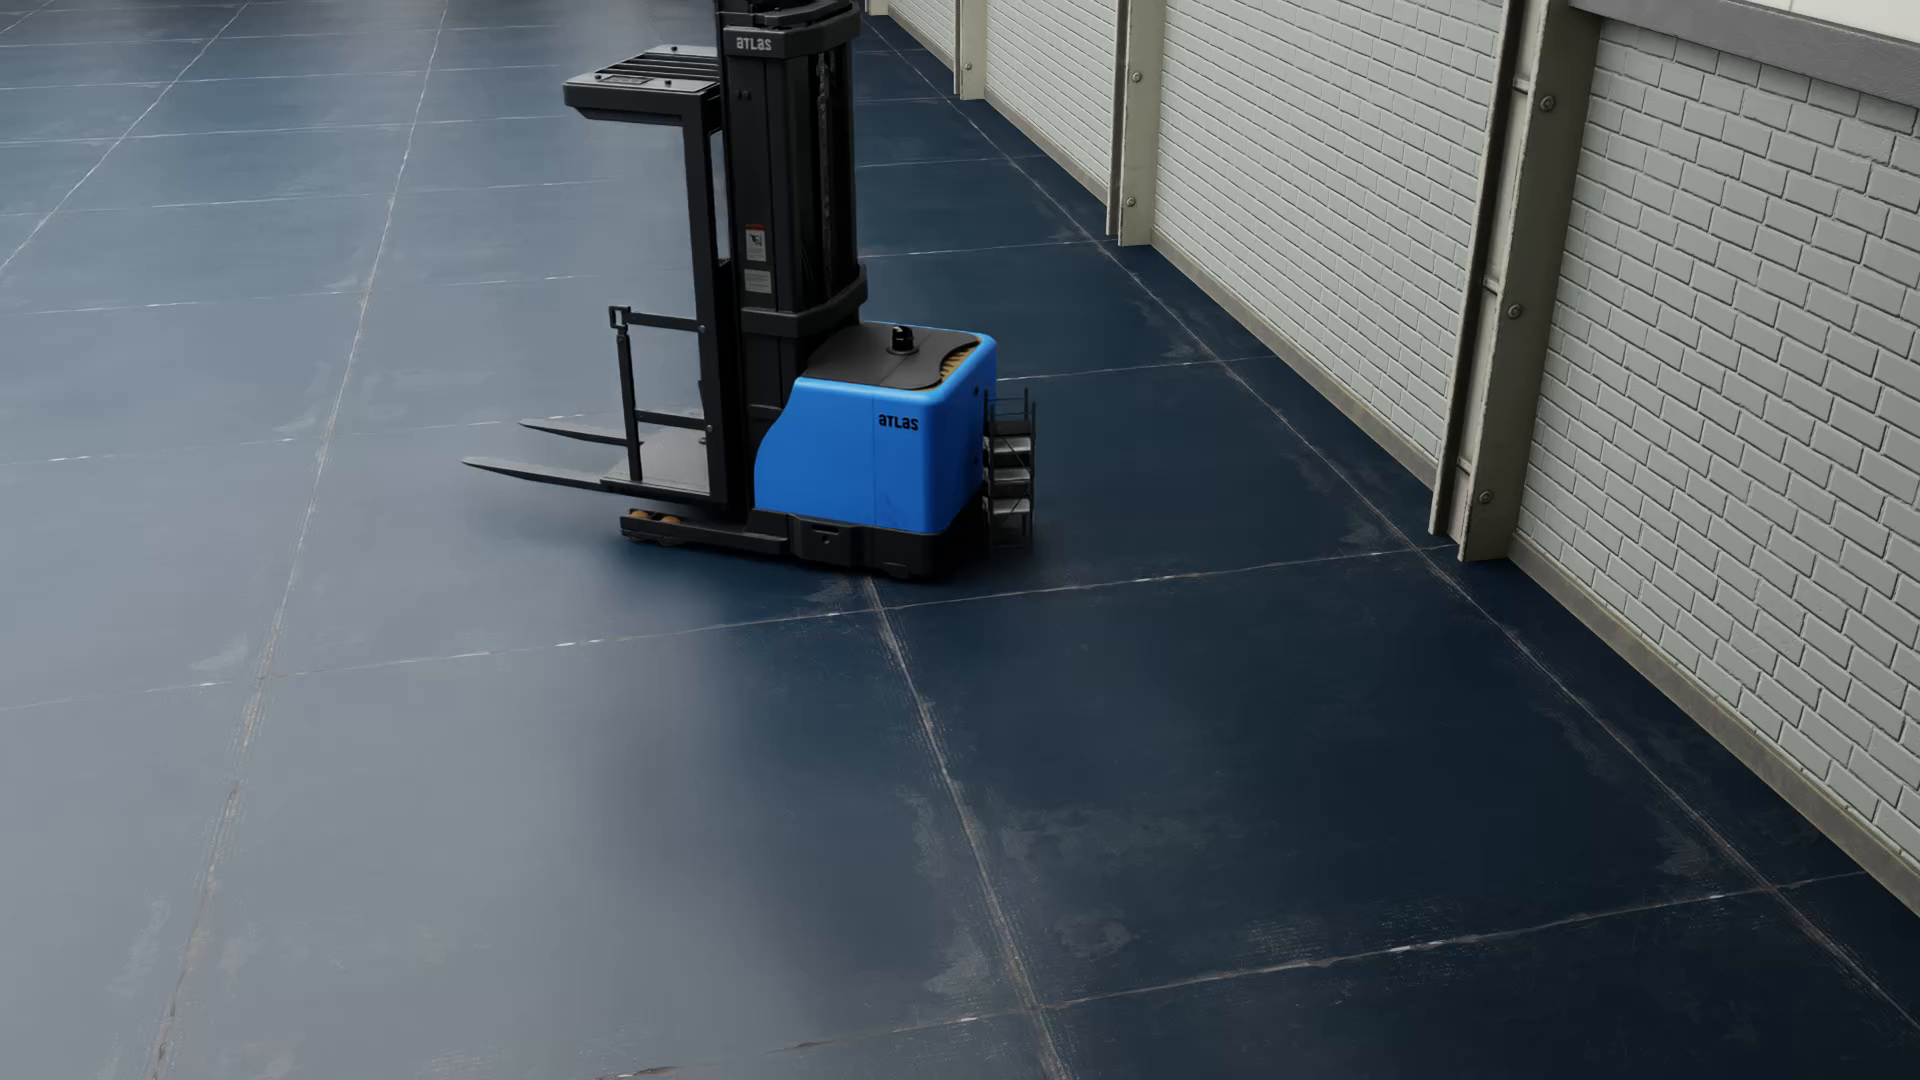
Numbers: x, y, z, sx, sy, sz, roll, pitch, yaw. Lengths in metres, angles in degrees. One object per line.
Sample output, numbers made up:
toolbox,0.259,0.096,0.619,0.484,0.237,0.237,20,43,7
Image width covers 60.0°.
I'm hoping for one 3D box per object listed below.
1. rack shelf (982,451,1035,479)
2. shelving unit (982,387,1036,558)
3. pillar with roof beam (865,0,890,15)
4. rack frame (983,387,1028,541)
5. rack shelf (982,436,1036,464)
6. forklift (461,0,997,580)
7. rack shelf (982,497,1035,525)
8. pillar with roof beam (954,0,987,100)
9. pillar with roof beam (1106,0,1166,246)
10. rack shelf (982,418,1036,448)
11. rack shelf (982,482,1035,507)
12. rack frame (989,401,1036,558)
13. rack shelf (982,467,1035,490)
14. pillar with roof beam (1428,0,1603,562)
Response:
rack shelf,0.261,-0.409,8.937,0.258,0.077,0.200,-4,27,-8
shelving unit,0.261,-0.359,8.962,0.258,0.900,0.210,-4,27,-8
pillar with roof beam,-5.425,-11.465,21.977,9.100,9.000,0.400,-6,27,-12
rack frame,0.245,-0.404,9.052,0.240,0.900,0.006,-4,27,-8
rack shelf,0.261,-0.490,8.896,0.258,0.077,0.200,-4,27,-8
forklift,-1.358,-1.486,8.942,3.031,2.935,1.130,9,28,17
rack shelf,0.261,-0.168,9.058,0.258,0.077,0.200,-4,27,-8
pillar with roof beam,-4.073,-8.831,16.759,9.100,9.000,0.400,-6,27,-12
pillar with roof beam,-2.721,-6.197,11.540,9.100,9.000,0.400,-6,27,-12
rack shelf,0.261,-0.570,8.855,0.258,0.077,0.200,-4,27,-8
rack shelf,0.261,-0.249,9.018,0.258,0.077,0.200,-4,27,-8
rack frame,0.276,-0.313,8.872,0.240,0.900,0.006,-4,27,-8
rack shelf,0.261,-0.329,8.977,0.258,0.077,0.200,-4,27,-8
pillar with roof beam,-1.368,-3.563,6.321,9.100,9.000,0.400,-6,27,-12
